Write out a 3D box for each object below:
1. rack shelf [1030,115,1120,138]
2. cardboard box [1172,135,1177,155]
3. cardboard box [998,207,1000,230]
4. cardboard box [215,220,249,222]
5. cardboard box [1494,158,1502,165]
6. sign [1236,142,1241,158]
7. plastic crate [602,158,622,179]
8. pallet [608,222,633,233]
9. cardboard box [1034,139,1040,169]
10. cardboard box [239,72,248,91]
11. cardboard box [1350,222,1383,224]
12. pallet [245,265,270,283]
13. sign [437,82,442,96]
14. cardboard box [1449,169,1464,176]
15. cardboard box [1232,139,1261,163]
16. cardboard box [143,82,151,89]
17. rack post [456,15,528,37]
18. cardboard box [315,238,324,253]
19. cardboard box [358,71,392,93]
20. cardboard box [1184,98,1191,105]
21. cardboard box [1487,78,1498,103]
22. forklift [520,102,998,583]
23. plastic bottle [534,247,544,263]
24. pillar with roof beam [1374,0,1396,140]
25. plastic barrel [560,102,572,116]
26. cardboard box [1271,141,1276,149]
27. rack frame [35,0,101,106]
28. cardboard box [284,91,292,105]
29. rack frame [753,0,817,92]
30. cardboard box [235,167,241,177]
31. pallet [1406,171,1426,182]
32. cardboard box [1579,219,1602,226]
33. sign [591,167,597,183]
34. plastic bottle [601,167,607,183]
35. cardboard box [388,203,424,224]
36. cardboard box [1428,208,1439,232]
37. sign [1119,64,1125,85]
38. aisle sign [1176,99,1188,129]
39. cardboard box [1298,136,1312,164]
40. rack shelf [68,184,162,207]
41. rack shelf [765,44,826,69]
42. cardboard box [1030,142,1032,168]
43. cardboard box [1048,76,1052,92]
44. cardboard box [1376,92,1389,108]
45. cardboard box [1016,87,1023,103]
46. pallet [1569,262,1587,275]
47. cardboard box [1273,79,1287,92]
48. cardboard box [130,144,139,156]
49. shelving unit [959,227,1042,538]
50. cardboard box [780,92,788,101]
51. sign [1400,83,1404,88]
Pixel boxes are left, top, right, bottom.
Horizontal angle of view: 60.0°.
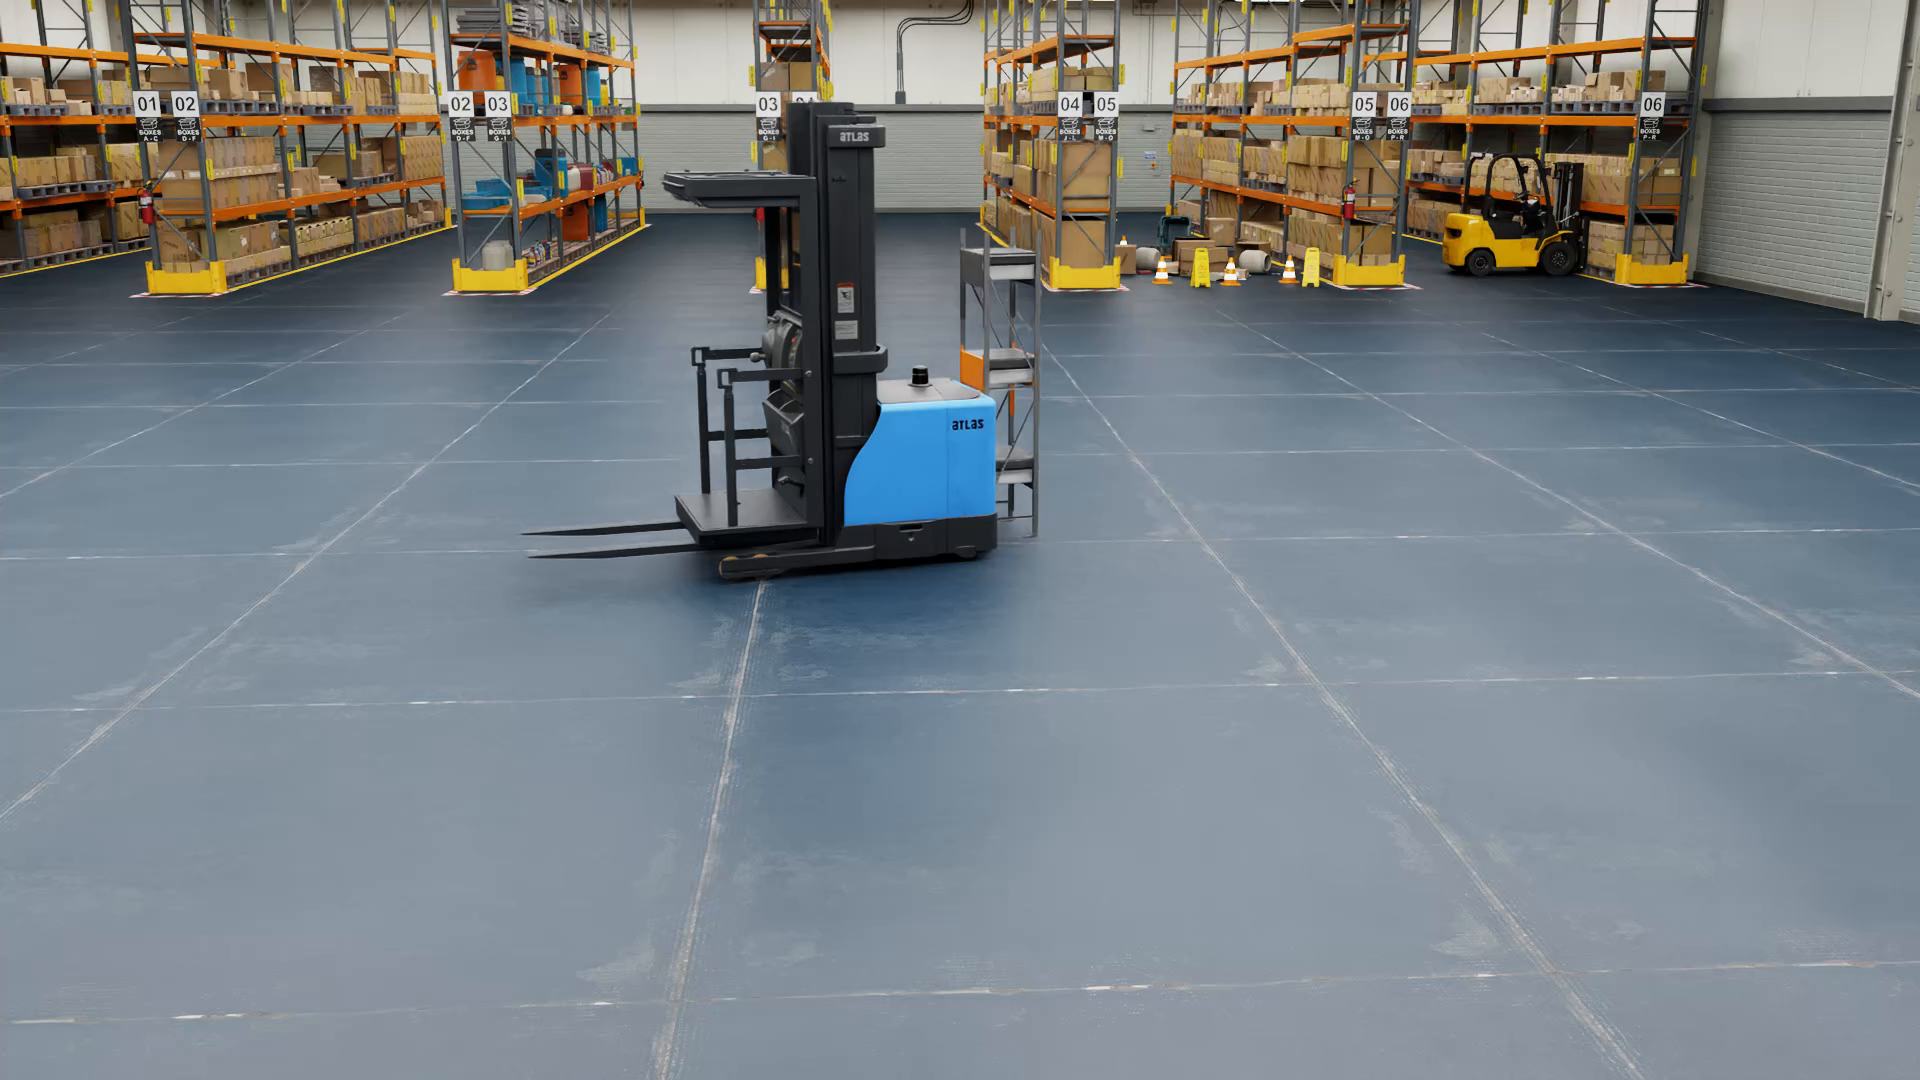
[{"bbox_3d":[1.990,-7.355,29.517,1.077,0.370,4.000,-1,14,-3],"label":"rack shelf"},{"bbox_3d":[5.802,-10.243,43.111,0.500,0.500,0.500,-1,14,-5],"label":"cardboard box"},{"bbox_3d":[1.151,-7.543,38.997,0.500,0.500,0.500,0,14,-1],"label":"cardboard box"},{"bbox_3d":[-13.223,-5.535,30.191,0.500,0.500,0.500,-1,14,-3],"label":"cardboard box"},{"bbox_3d":[11.322,-7.880,34.631,0.380,0.149,0.250,-1,14,-2],"label":"cardboard box"},{"bbox_3d":[5.999,-8.396,35.815,0.100,0.325,0.005,-1,14,-3],"label":"sign"},{"bbox_3d":[-8.335,-8.896,39.833,0.402,0.464,0.583,-1,14,-3],"label":"plastic crate"},{"bbox_3d":[-8.693,-7.746,41.208,1.003,0.211,1.213,-1,14,-3],"label":"pallet"},{"bbox_3d":[1.854,-7.252,31.223,0.875,0.550,0.550,-1,14,-3],"label":"cardboard box"},{"bbox_3d":[-13.210,-8.188,29.985,0.500,0.500,0.500,0,14,1],"label":"cardboard box"},{"bbox_3d":[7.235,-5.431,29.784,0.500,0.500,0.500,-1,14,-6],"label":"cardboard box"},{"bbox_3d":[-12.892,-4.692,29.338,1.003,0.211,1.213,-1,14,-3],"label":"pallet"},{"bbox_3d":[-13.167,-11.414,42.073,0.100,0.325,0.005,-1,14,-3],"label":"sign"},{"bbox_3d":[11.083,-8.161,36.888,0.380,0.149,0.250,-1,14,-2],"label":"cardboard box"},{"bbox_3d":[6.259,-8.502,36.343,0.500,0.500,0.500,-1,14,-5],"label":"cardboard box"},{"bbox_3d":[-18.473,-9.951,37.078,0.700,0.500,0.500,-2,15,-6],"label":"cardboard box"},{"bbox_3d":[-7.706,-8.479,27.424,0.937,0.300,0.954,1,14,3],"label":"rack post"},{"bbox_3d":[-12.821,-5.777,32.634,0.500,0.250,0.500,-1,14,-5],"label":"cardboard box"},{"bbox_3d":[-13.542,-10.640,38.634,0.700,0.500,0.500,-1,14,-3],"label":"cardboard box"},{"bbox_3d":[5.895,-11.143,42.256,0.380,0.149,0.250,0,14,-1],"label":"cardboard box"},{"bbox_3d":[11.439,-9.367,34.650,0.700,0.500,0.500,-1,14,-5],"label":"cardboard box"},{"bbox_3d":[-1.326,-1.297,10.684,3.031,2.935,1.130,-5,15,-18],"label":"forklift"},{"bbox_3d":[-7.669,-5.190,30.262,0.152,0.276,0.135,-1,14,-2],"label":"plastic bottle"},{"bbox_3d":[7.446,-13.435,45.685,9.100,9.000,0.400,-1,14,-3],"label":"pillar with roof beam"},{"bbox_3d":[-7.970,-8.688,33.532,0.301,0.262,0.301,0,14,0],"label":"plastic barrel"},{"bbox_3d":[6.450,-7.910,33.308,0.380,0.149,0.250,-2,15,-6],"label":"cardboard box"},{"bbox_3d":[-18.170,-10.368,33.762,1.000,3.000,0.127,-1,14,-3],"label":"rack frame"},{"bbox_3d":[-13.044,-8.418,31.664,0.500,0.250,0.500,-2,15,-9],"label":"cardboard box"},{"bbox_3d":[-2.843,-8.607,26.921,1.000,3.000,0.127,-1,14,-3],"label":"rack frame"},{"bbox_3d":[-12.622,-6.334,28.621,0.380,0.149,0.250,-1,14,-4],"label":"cardboard box"},{"bbox_3d":[11.199,-8.624,39.409,1.003,0.211,1.213,-1,14,-3],"label":"pallet"},{"bbox_3d":[11.559,-5.777,30.627,0.500,0.250,0.500,-1,14,-5],"label":"cardboard box"},{"bbox_3d":[-7.733,-7.705,35.124,0.100,0.325,0.005,-1,14,-3],"label":"sign"},{"bbox_3d":[-8.135,-8.317,37.929,0.144,0.351,0.185,-1,14,-3],"label":"plastic bottle"},{"bbox_3d":[-13.596,-8.006,40.749,0.797,0.503,0.637,-1,14,-3],"label":"cardboard box"},{"bbox_3d":[11.159,-7.401,38.443,0.500,0.500,0.500,-1,14,-5],"label":"cardboard box"},{"bbox_3d":[2.668,-7.675,27.403,0.100,0.325,0.005,-1,14,-3],"label":"sign"},{"bbox_3d":[5.763,-11.107,43.457,0.394,0.787,0.004,-1,14,-3],"label":"aisle sign"},{"bbox_3d":[6.625,-7.161,30.535,0.700,0.500,0.500,-1,14,-5],"label":"cardboard box"},{"bbox_3d":[-18.294,-7.611,36.532,1.077,0.370,4.000,-1,14,-3],"label":"rack shelf"},{"bbox_3d":[-3.215,-9.558,32.860,1.077,0.370,4.000,-1,14,-3],"label":"rack shelf"},{"bbox_3d":[1.764,-7.658,33.063,0.700,0.500,0.500,-1,14,-3],"label":"cardboard box"},{"bbox_3d":[1.774,-7.771,28.351,0.500,0.250,0.500,-1,14,-3],"label":"cardboard box"},{"bbox_3d":[7.283,-7.508,28.373,0.500,0.250,0.500,-1,14,-4],"label":"cardboard box"},{"bbox_3d":[1.443,-9.221,34.461,0.500,0.311,0.500,-1,14,-3],"label":"cardboard box"},{"bbox_3d":[11.840,-5.075,30.825,1.003,0.211,1.213,-1,14,-3],"label":"pallet"},{"bbox_3d":[6.552,-9.071,33.197,0.500,0.250,0.500,-1,14,-3],"label":"cardboard box"},{"bbox_3d":[-18.010,-8.402,35.821,0.500,0.250,0.500,-1,14,-3],"label":"cardboard box"},{"bbox_3d":[0.272,-1.083,11.521,0.431,2.100,0.503,-5,15,-18],"label":"shelving unit"},{"bbox_3d":[-3.071,-7.406,27.772,0.380,0.149,0.250,-1,14,-5],"label":"cardboard box"},{"bbox_3d":[11.566,-11.797,43.560,0.100,0.325,0.005,-1,14,-3],"label":"sign"}]
